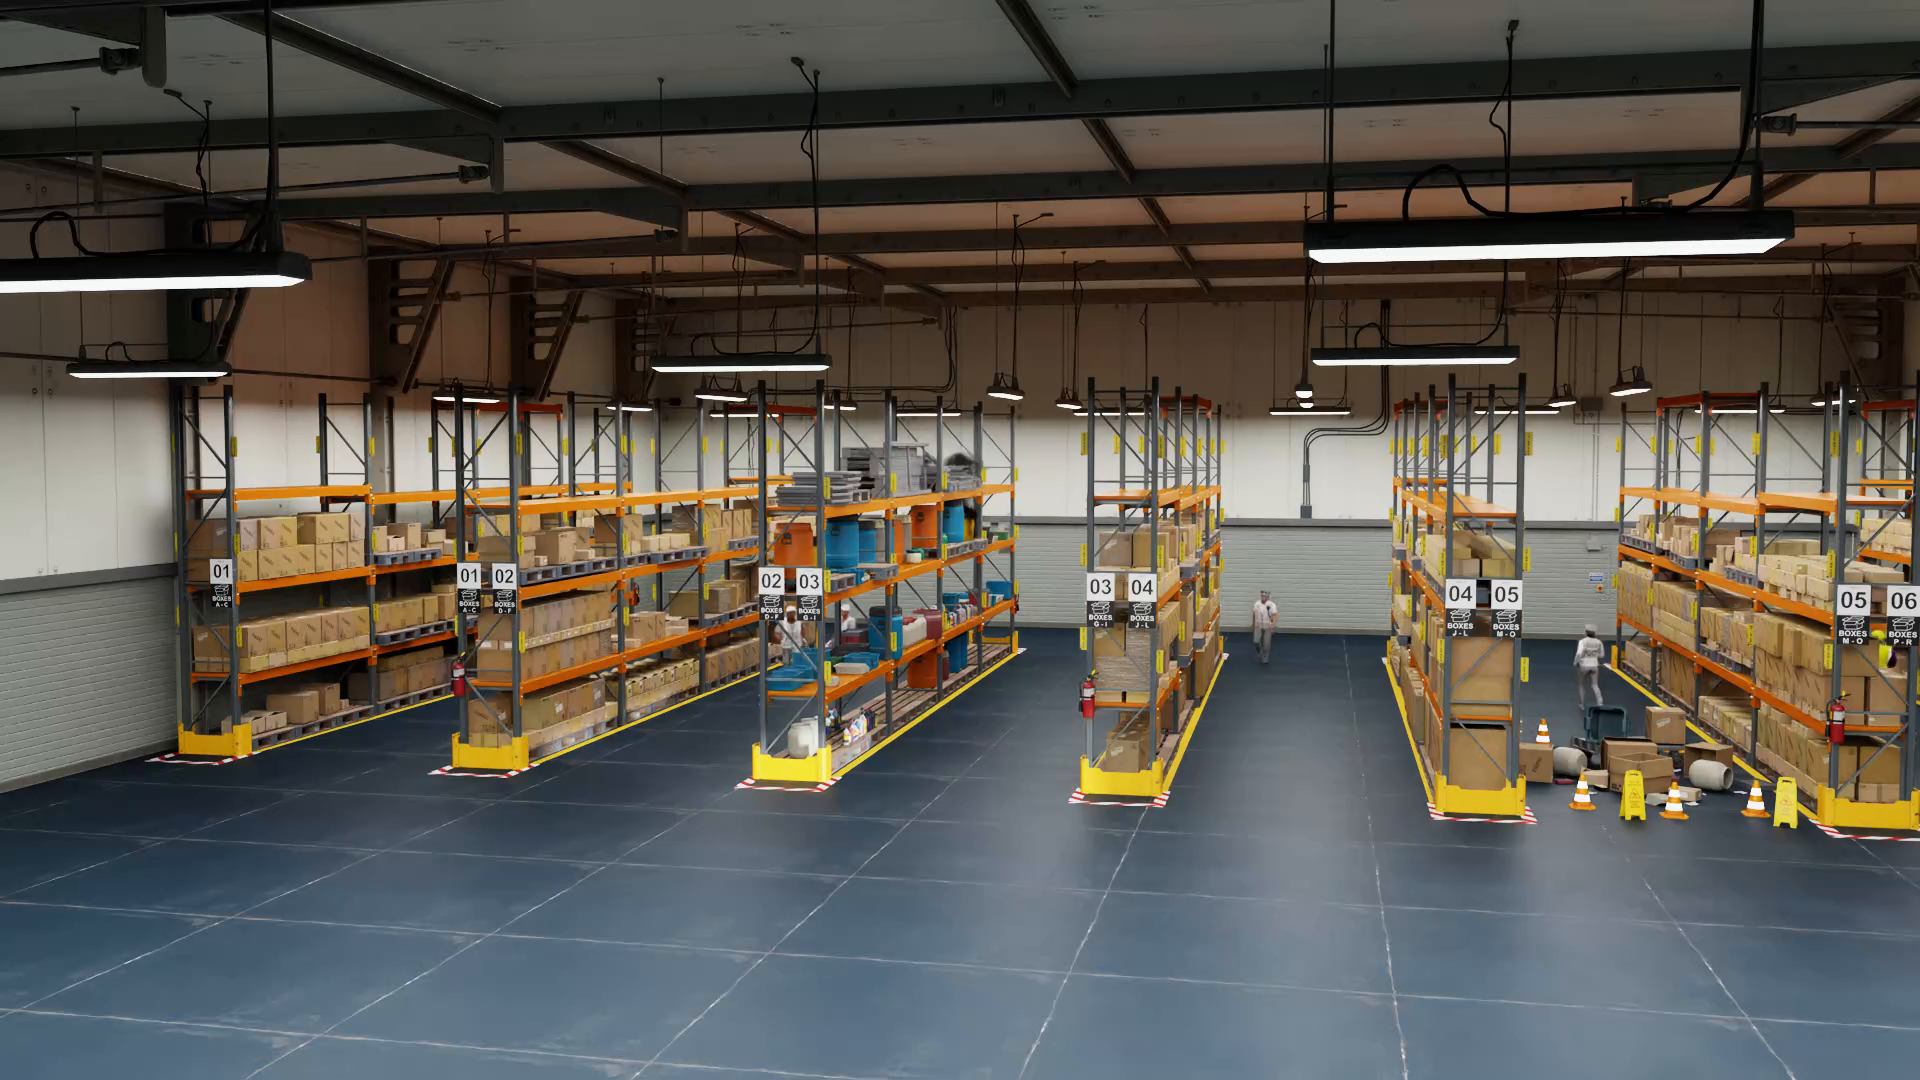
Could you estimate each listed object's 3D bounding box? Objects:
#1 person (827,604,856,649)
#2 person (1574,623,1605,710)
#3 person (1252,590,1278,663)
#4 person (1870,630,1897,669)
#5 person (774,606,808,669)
[{"bbox_3d":[-2.417,2.196,34.453,0.749,1.778,0.770,3,4,44],"label":"person"},{"bbox_3d":[11.850,2.403,31.328,0.611,1.666,0.870,0,3,1],"label":"person"},{"bbox_3d":[7.006,2.001,38.311,0.661,1.708,0.792,1,3,19],"label":"person"},{"bbox_3d":[16.315,2.464,29.609,0.700,1.748,0.931,0,3,3],"label":"person"},{"bbox_3d":[-3.506,2.210,34.368,0.689,1.744,0.895,-1,3,-10],"label":"person"}]
